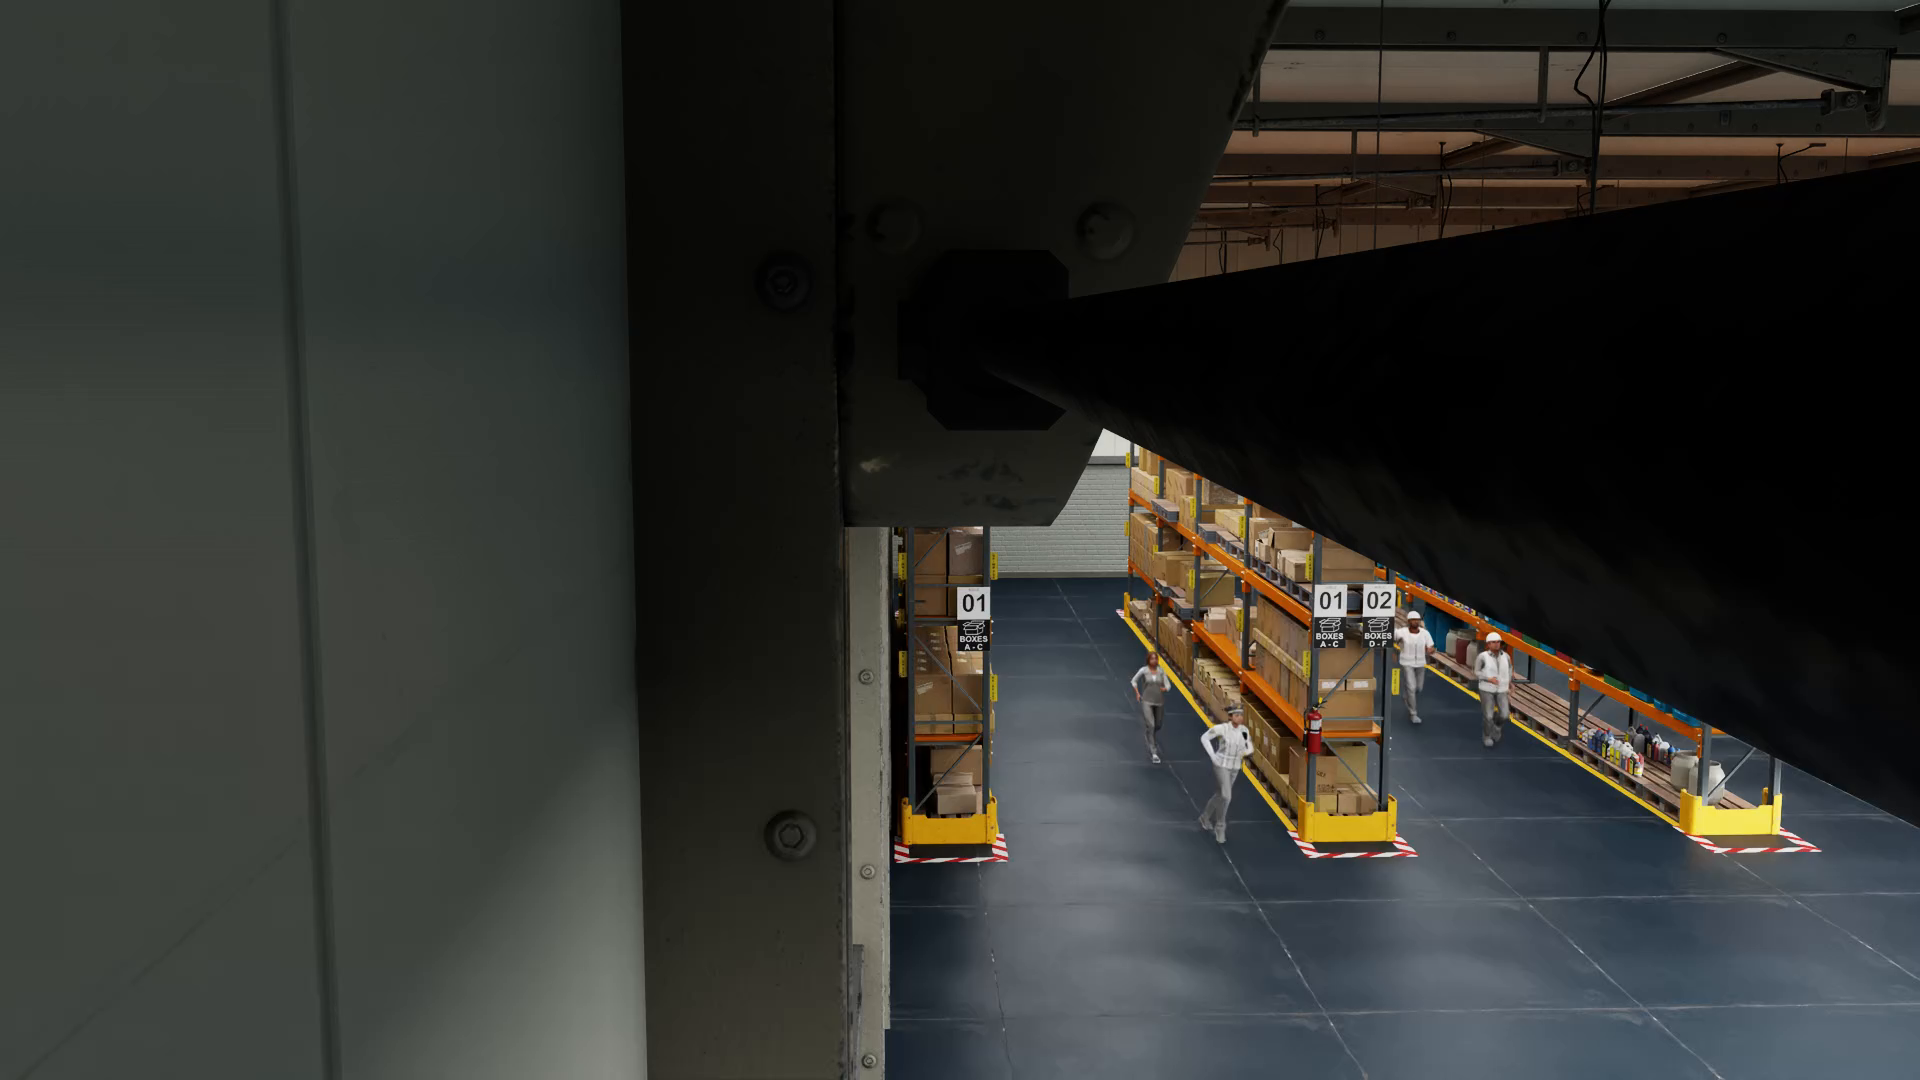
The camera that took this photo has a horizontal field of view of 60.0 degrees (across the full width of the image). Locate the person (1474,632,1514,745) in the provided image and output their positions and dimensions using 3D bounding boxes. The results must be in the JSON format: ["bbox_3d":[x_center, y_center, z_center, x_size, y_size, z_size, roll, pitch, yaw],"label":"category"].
[{"bbox_3d":[8.070,2.263,25.059,0.645,1.732,0.592,0,7,0],"label":"person"}]

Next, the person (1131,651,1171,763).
[{"bbox_3d":[2.816,2.416,24.439,0.543,1.562,0.877,-1,7,-10],"label":"person"}]

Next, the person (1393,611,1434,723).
[{"bbox_3d":[7.305,2.014,26.847,0.710,1.747,0.968,-1,7,-7],"label":"person"}]

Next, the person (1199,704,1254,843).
[{"bbox_3d":[3.332,2.875,20.763,0.602,1.761,0.662,-4,8,-27],"label":"person"}]
